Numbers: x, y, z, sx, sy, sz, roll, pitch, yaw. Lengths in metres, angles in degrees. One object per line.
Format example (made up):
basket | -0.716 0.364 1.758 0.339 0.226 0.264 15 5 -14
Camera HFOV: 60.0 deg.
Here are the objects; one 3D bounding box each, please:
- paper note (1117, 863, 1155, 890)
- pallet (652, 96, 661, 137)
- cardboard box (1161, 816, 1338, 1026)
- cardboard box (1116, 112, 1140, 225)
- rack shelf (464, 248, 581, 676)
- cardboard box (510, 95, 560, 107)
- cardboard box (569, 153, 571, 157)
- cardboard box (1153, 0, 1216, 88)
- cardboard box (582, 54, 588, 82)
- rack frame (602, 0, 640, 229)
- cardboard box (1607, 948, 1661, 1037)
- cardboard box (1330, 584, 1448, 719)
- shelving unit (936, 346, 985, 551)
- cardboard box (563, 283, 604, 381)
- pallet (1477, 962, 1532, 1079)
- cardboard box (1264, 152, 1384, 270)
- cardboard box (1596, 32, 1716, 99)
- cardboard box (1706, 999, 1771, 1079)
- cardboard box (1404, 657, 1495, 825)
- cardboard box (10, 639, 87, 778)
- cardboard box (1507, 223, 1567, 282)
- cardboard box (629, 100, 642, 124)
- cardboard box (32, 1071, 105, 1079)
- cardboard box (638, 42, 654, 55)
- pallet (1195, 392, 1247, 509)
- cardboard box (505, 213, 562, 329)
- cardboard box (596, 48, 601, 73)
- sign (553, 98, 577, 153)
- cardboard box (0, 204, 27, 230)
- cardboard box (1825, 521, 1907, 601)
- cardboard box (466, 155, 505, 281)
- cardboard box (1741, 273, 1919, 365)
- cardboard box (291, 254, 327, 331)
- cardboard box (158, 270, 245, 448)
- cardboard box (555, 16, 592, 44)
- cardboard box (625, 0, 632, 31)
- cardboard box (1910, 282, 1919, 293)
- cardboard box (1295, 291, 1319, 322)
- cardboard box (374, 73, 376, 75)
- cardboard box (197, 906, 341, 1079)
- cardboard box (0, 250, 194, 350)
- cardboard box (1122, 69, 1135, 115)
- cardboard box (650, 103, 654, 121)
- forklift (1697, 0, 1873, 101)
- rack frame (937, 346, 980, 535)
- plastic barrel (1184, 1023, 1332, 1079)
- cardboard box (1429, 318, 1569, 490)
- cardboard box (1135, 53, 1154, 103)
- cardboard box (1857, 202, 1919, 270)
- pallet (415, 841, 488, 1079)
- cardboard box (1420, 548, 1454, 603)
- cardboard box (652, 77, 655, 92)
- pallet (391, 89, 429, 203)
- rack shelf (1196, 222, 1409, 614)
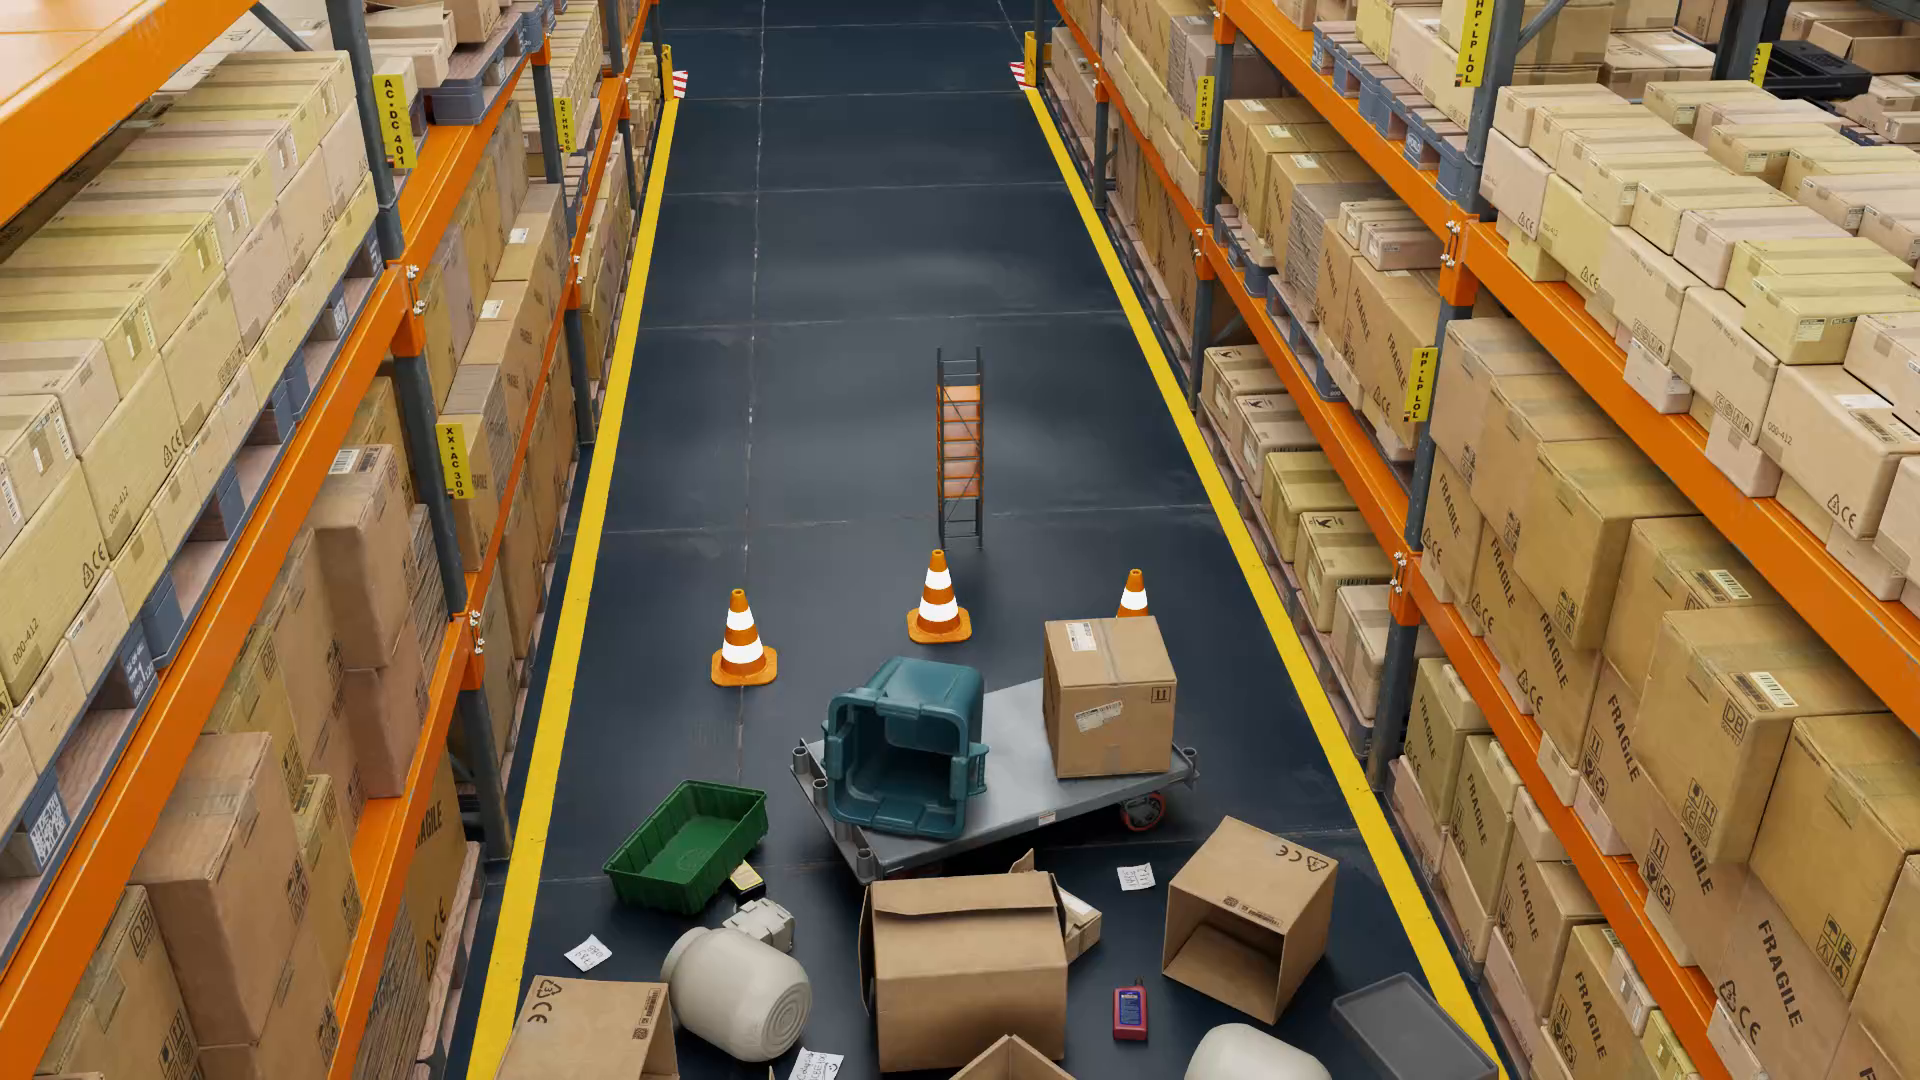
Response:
paper note | 0.771 1.468 7.262 0.148 0.019 0.142 -3 31 -5
pallet | -3.572 -4.344 16.817 1.003 0.211 1.213 -3 31 -5
cardboard box | 1.165 1.526 6.706 0.500 0.500 0.500 20 36 29
cardboard box | 1.810 -3.198 13.842 0.875 0.875 0.875 -2 31 -3
rack shelf | -2.686 -0.582 8.501 1.077 0.370 4.000 -3 31 -5
cardboard box | -2.769 -2.748 10.681 0.380 0.149 0.250 -3 31 -5
cardboard box | -2.791 -2.635 11.072 0.380 0.149 0.250 -1 31 -2
cardboard box | 1.642 -3.440 11.512 0.500 0.500 0.500 -3 31 -5
cardboard box | -2.914 -3.427 12.108 0.380 0.149 0.250 -4 31 -7
rack frame | -3.246 -3.954 13.445 1.000 3.000 0.127 -3 31 -5
cardboard box | 2.315 1.440 5.323 0.380 0.149 0.250 -1 31 -2
cardboard box | 2.369 0.522 8.105 0.950 0.372 0.625 -2 31 -4
shelving unit | 0.001 -0.508 9.430 0.258 1.200 0.189 -3 31 -5
cardboard box | -2.685 -1.392 11.185 0.500 0.500 0.500 -4 31 -7
pallet | 2.635 2.004 6.189 1.003 0.211 1.213 -3 31 -5
cardboard box | 1.970 -1.774 8.999 0.500 0.500 0.500 -2 31 -4
cardboard box | 2.765 -1.880 6.784 0.500 0.250 0.500 -4 31 -6
cardboard box | 2.355 1.425 4.685 0.380 0.149 0.250 -2 31 -4
cardboard box | 2.206 0.834 6.970 0.500 0.500 0.500 -1 31 -2
cardboard box | -1.885 0.321 3.101 0.380 0.149 0.250 -3 31 -4
cardboard box | 2.171 -1.031 5.871 0.380 0.149 0.250 -3 31 -5
cardboard box | -3.101 -3.888 15.125 0.380 0.149 0.250 -2 31 -4
cardboard box | -2.121 1.453 3.193 0.875 0.550 0.550 -3 31 -5
cardboard box | -3.318 -4.950 16.903 0.380 0.149 0.250 -2 31 -4
pallet | 2.118 -0.605 10.557 1.003 0.211 1.213 -3 31 -5
cardboard box | -2.518 -1.483 9.211 0.500 0.500 0.500 -3 31 -5
cardboard box | -2.987 -3.701 12.856 0.380 0.149 0.250 -3 31 -4
sign | -2.320 -2.437 9.777 0.100 0.325 0.005 -3 31 -5
cardboard box | -2.706 -0.893 4.355 0.380 0.149 0.250 -2 31 -4
cardboard box | 2.407 0.015 4.120 0.380 0.149 0.250 -3 31 -5
cardboard box | -2.742 -1.635 8.489 0.700 0.500 0.500 -3 31 -5
cardboard box | 2.292 -0.578 4.336 0.380 0.149 0.250 -2 31 -3
cardboard box | -2.073 -0.711 4.829 0.380 0.149 0.250 -3 31 -4
cardboard box | -2.057 -0.433 3.975 0.500 0.250 0.500 -3 31 -5
cardboard box | -2.966 -3.817 12.471 0.380 0.149 0.250 -4 31 -6
cardboard box | -3.095 -4.642 14.209 0.500 0.500 0.500 -3 31 -5
cardboard box | 2.873 -0.520 4.626 0.500 0.250 0.500 -2 31 -4
cardboard box | 1.994 -1.271 8.788 0.380 0.149 0.250 -2 31 -3
cardboard box | -2.307 -1.643 6.275 0.258 0.266 0.396 -3 31 -5
cardboard box | -2.205 1.349 4.420 0.875 0.550 0.550 -3 31 -5
cardboard box | -1.981 -0.538 3.762 0.380 0.149 0.250 -2 31 -4
cardboard box | 1.533 -3.415 12.688 0.500 0.250 0.500 -3 31 -5
cardboard box | -3.177 -4.176 16.187 0.380 0.149 0.250 -4 31 -7
forklift | 4.492 -1.903 10.077 1.130 2.935 3.031 -3 31 -4
rack frame | -0.007 -0.554 9.509 0.240 1.200 0.006 -3 31 -5
plastic barrel | 1.093 2.008 5.976 0.512 0.421 0.421 20 36 29
cardboard box | 2.245 -0.523 6.339 0.700 0.500 0.500 -3 31 -5
cardboard box | 1.580 -3.373 12.131 0.500 0.250 0.500 -4 31 -6
cardboard box | 2.855 -0.870 4.824 0.380 0.149 0.250 -2 31 -4
pallet | -2.506 1.719 6.666 1.003 0.211 1.213 -3 31 -5
cardboard box | 2.130 0.126 6.860 0.380 0.149 0.250 -3 31 -5
cardboard box | -3.236 -4.559 16.539 0.380 0.149 0.250 -4 31 -7
pallet | -2.634 -1.541 6.667 0.805 0.209 1.217 -4 31 -7
rack shelf | 2.233 -0.871 8.985 1.077 0.370 4.000 -3 31 -5
